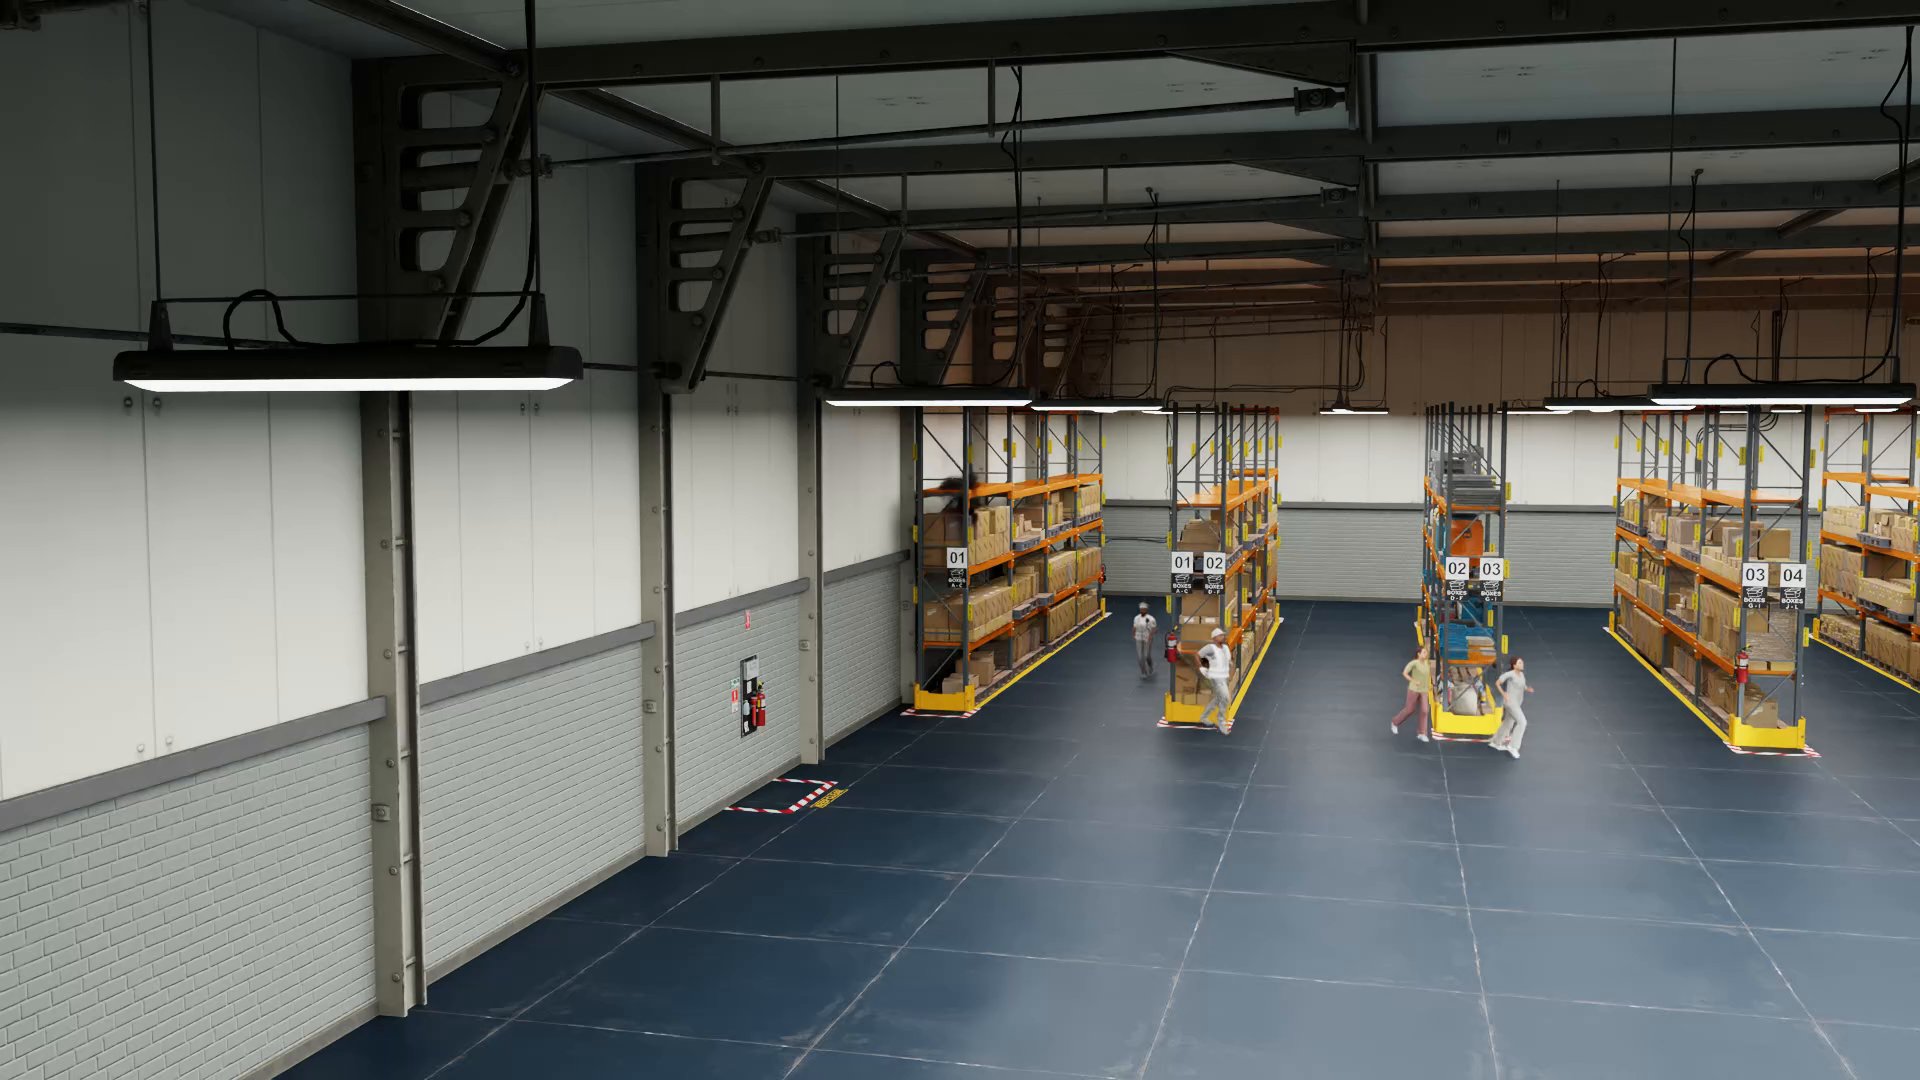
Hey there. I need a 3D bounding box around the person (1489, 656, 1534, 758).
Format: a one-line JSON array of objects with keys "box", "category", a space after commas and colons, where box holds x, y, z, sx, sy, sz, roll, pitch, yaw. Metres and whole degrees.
[{"box": [9.359, 2.816, 28.195, 0.565, 1.720, 0.727, -4, 6, -44], "category": "person"}]

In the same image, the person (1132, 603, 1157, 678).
[{"box": [4.042, 2.198, 36.558, 0.555, 1.649, 0.550, 2, 5, 21], "category": "person"}]

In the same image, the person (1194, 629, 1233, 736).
[{"box": [4.558, 2.490, 29.473, 0.680, 1.836, 0.705, 3, 5, 37], "category": "person"}]

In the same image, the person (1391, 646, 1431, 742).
[{"box": [8.177, 2.719, 29.602, 0.637, 1.598, 0.954, -2, 5, -23], "category": "person"}]
